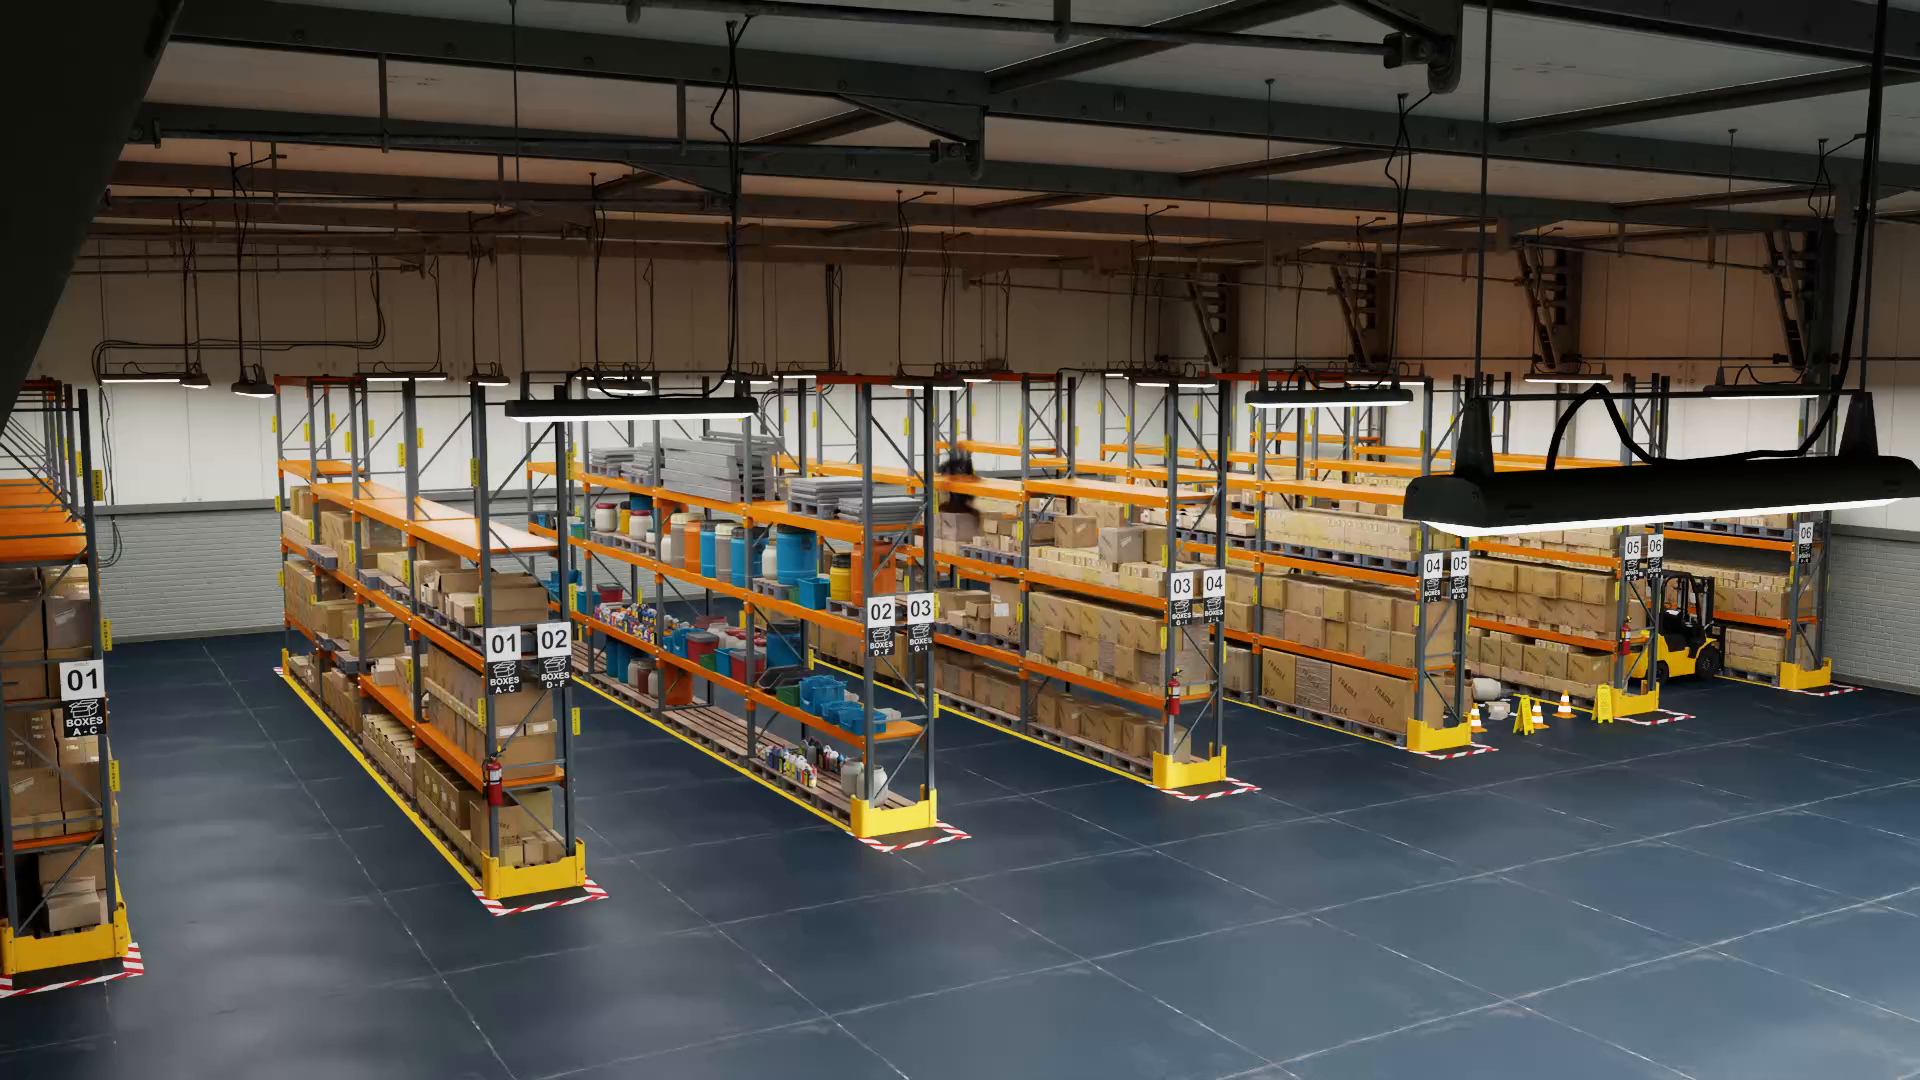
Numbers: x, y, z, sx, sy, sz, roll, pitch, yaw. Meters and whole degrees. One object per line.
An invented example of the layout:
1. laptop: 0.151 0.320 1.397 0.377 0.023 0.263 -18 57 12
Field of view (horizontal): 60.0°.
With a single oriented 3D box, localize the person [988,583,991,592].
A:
1. person: 0.895 0.978 41.746 0.530 1.628 0.697 6 8 42
